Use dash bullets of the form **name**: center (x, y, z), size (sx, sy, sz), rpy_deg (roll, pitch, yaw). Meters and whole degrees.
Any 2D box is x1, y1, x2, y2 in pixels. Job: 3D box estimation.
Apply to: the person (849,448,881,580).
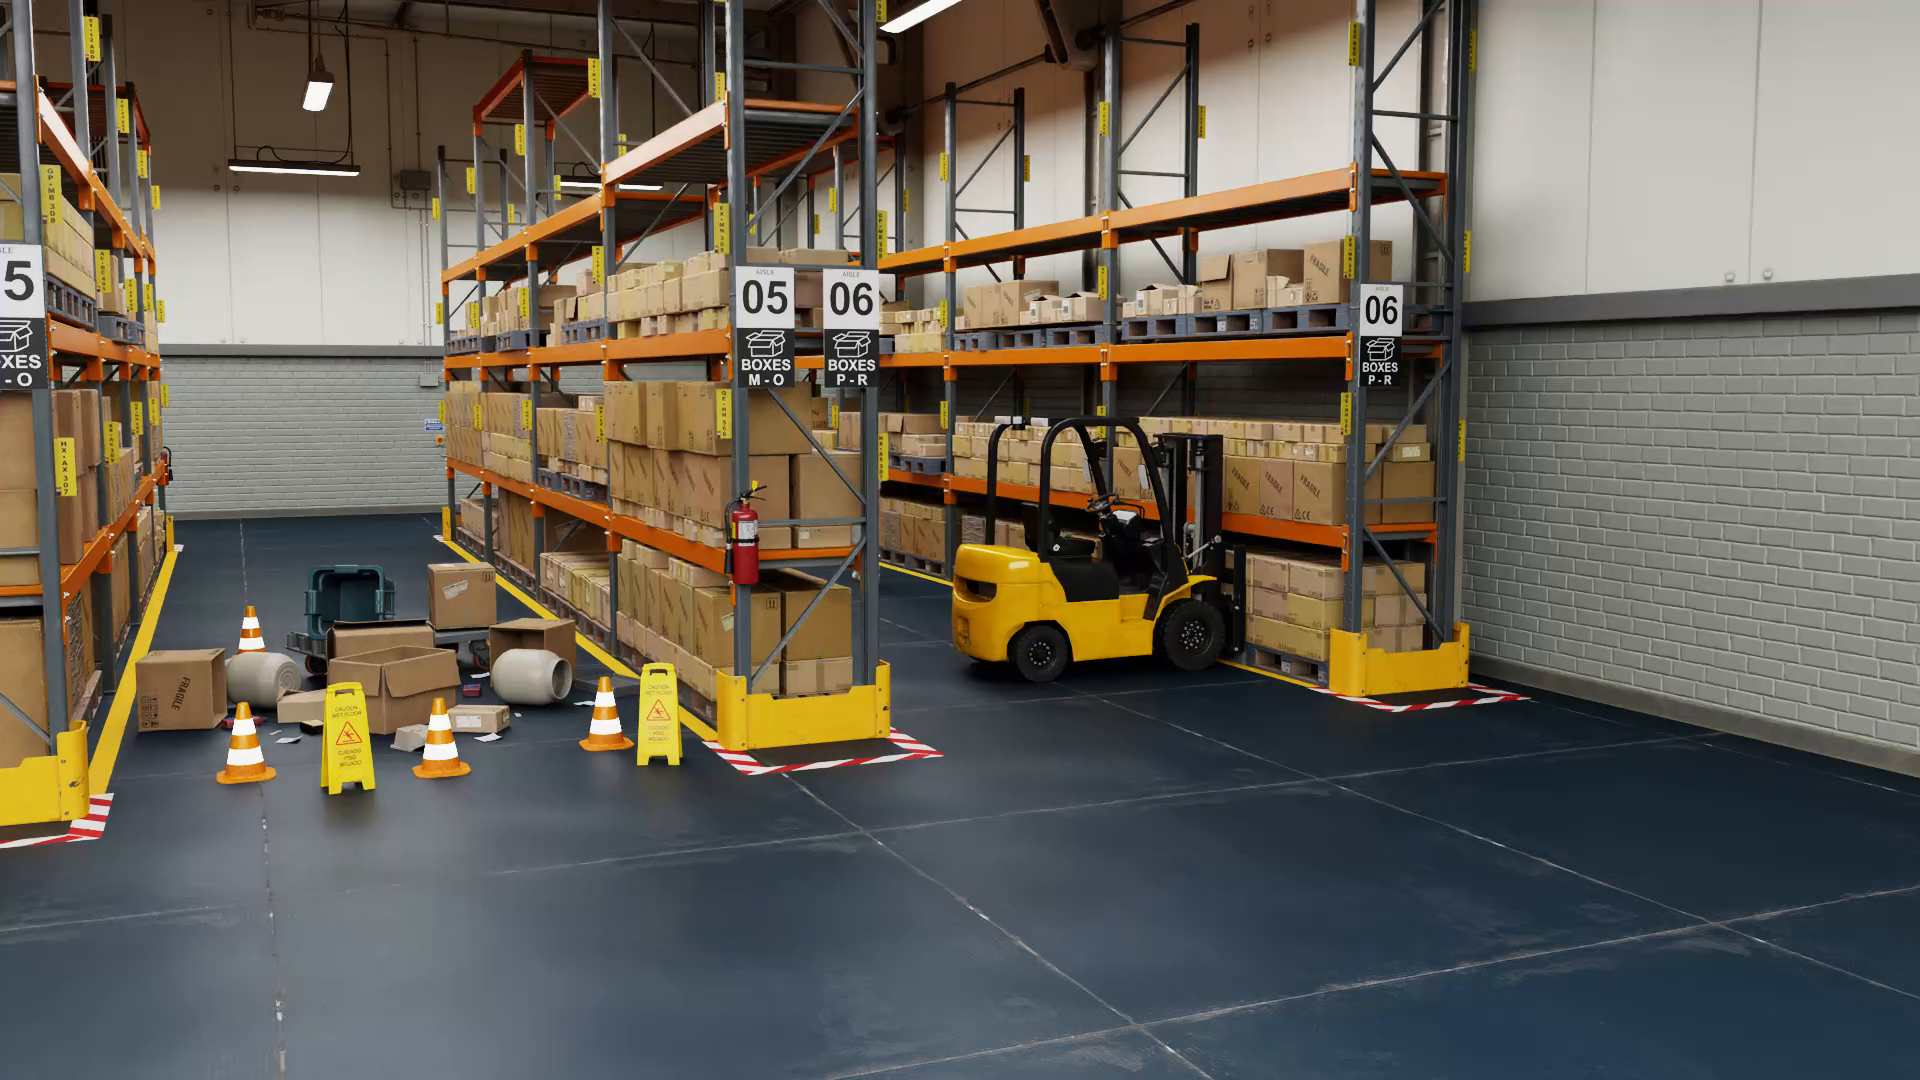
- **person**: center (-1.168, -0.301, 20.099), size (0.440, 1.638, 0.893), rpy_deg (-3, 6, -27)
